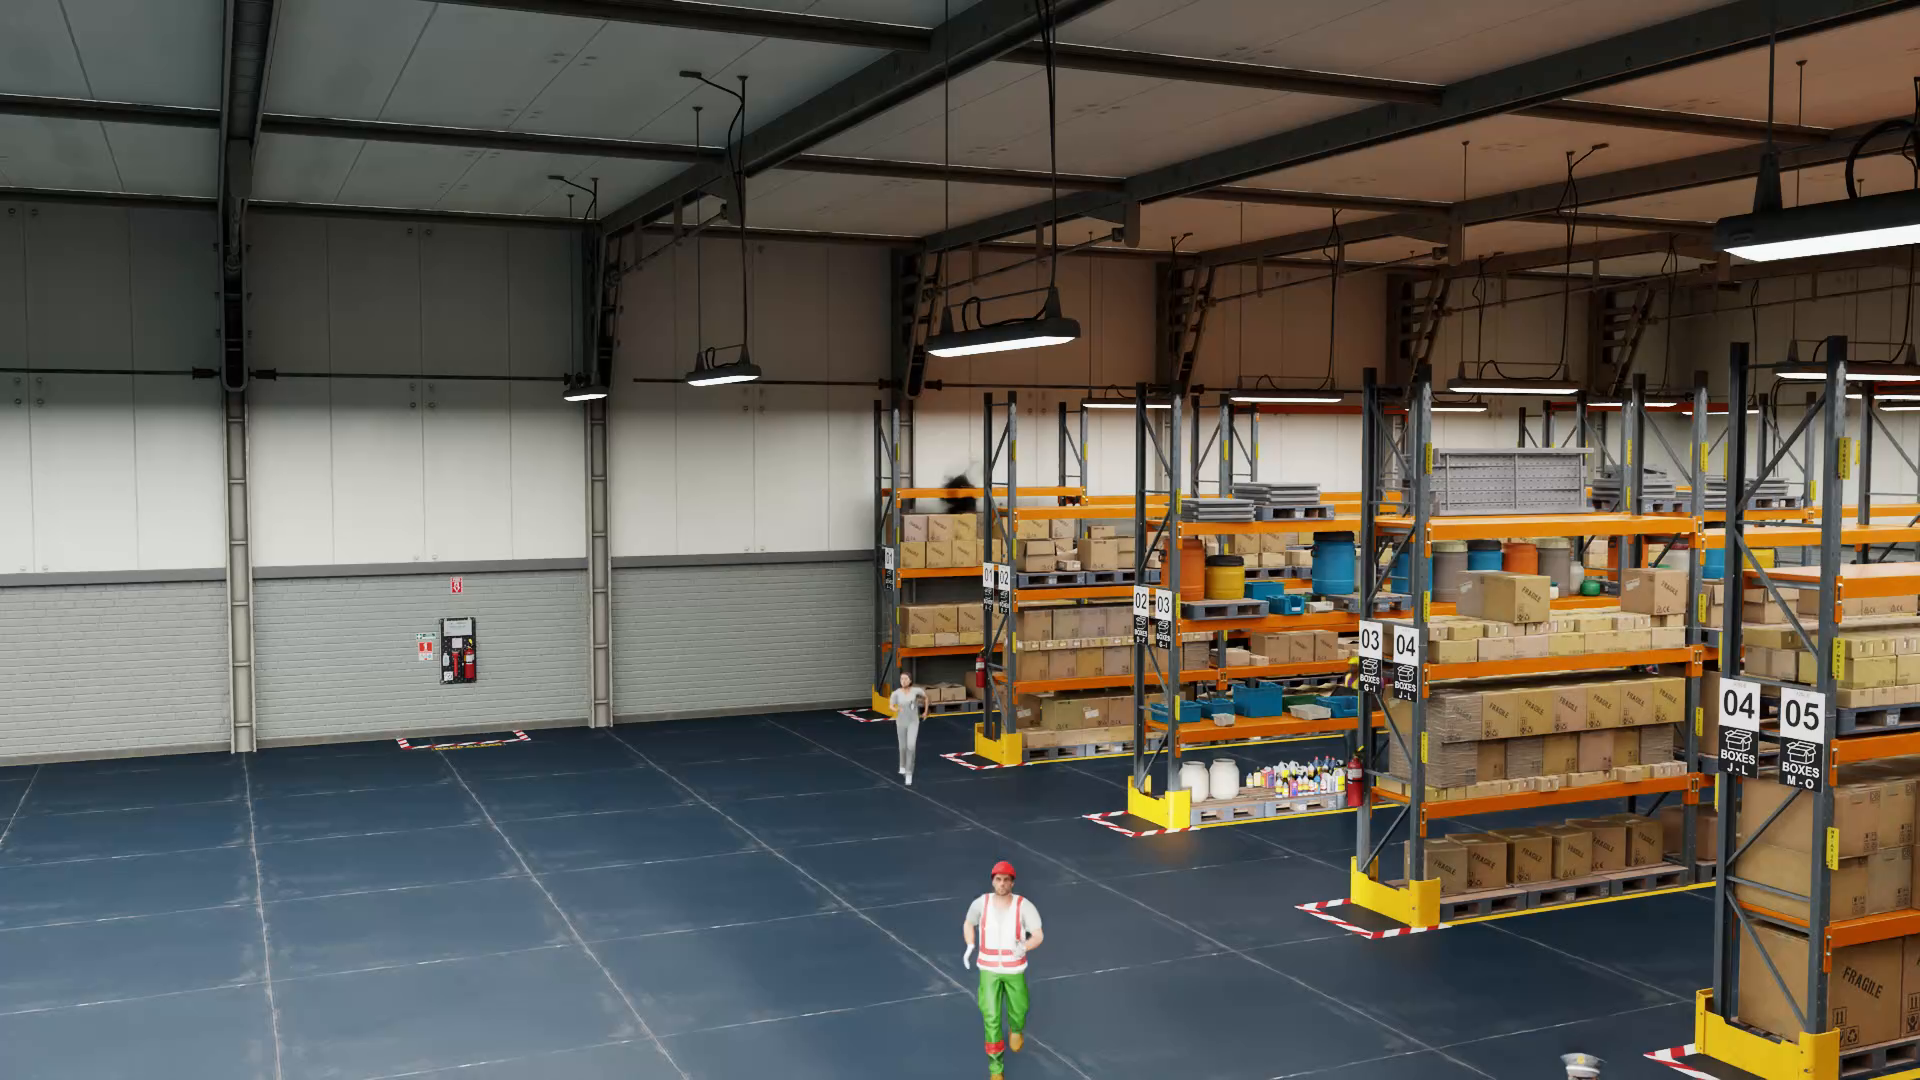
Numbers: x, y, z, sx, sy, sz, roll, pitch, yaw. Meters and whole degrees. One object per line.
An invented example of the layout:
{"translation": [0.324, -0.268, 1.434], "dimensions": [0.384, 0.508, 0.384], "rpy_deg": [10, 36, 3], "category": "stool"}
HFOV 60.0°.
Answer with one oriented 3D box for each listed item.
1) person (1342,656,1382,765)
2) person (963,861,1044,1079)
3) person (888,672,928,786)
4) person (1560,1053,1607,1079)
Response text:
{"translation": [6.289, 2.753, 26.350], "dimensions": [0.787, 1.831, 0.676], "rpy_deg": [-2, 4, -25], "category": "person"}
{"translation": [0.340, 3.495, 13.551], "dimensions": [0.657, 1.760, 0.867], "rpy_deg": [0, 3, 6], "category": "person"}
{"translation": [-0.786, 2.852, 25.443], "dimensions": [0.576, 1.709, 0.885], "rpy_deg": [0, 3, 7], "category": "person"}
{"translation": [3.532, 3.753, 9.421], "dimensions": [0.677, 1.749, 0.812], "rpy_deg": [1, 4, 21], "category": "person"}
